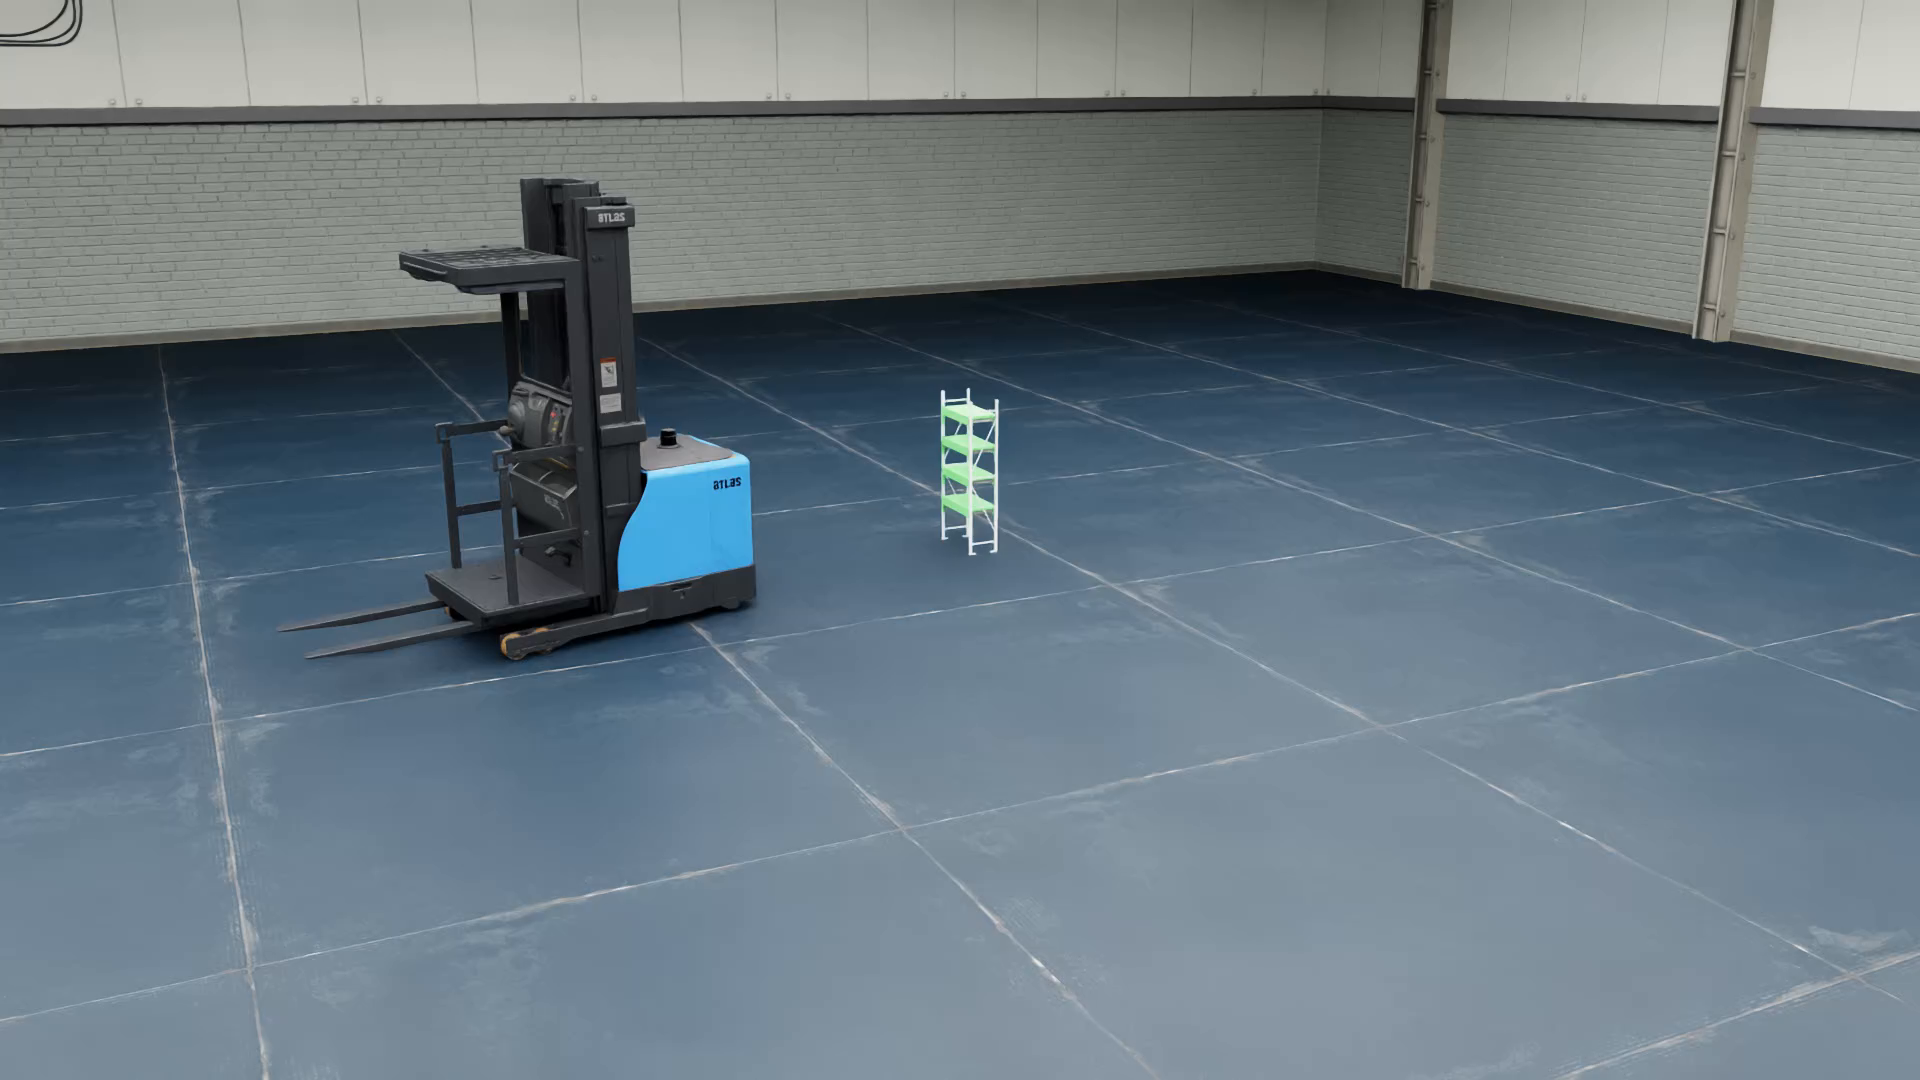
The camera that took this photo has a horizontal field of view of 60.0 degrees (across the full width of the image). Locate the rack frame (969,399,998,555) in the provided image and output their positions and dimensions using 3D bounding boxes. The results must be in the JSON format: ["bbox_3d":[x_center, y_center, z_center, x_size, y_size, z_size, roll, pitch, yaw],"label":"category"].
[{"bbox_3d":[0.179,-0.475,12.731,0.240,1.200,0.015,-8,18,-25],"label":"rack frame"}]

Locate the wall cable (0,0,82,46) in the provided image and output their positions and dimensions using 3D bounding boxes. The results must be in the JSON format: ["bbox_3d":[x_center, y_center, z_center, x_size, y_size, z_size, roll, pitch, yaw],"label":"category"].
[{"bbox_3d":[-12.188,-8.427,20.137,2.305,6.003,0.169,-8,18,-25],"label":"wall cable"}]

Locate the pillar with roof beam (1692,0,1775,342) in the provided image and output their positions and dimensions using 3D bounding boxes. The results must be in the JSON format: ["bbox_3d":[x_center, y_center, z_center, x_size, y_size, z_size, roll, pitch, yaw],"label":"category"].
[{"bbox_3d":[6.448,-6.558,19.788,9.100,9.000,0.400,-8,18,-25],"label":"pillar with roof beam"}]

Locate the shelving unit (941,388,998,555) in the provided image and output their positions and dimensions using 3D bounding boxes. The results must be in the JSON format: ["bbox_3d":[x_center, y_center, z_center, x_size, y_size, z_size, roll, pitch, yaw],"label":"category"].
[{"bbox_3d":[0.073,-0.536,12.942,0.258,1.200,0.503,-8,18,-25],"label":"shelving unit"}]

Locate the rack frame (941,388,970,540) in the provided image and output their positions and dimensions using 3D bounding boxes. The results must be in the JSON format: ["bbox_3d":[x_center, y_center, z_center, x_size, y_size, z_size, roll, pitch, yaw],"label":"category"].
[{"bbox_3d":[-0.034,-0.596,13.153,0.240,1.200,0.015,-8,18,-25],"label":"rack frame"}]

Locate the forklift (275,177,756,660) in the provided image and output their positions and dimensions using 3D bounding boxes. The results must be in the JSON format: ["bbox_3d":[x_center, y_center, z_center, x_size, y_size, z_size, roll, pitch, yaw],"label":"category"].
[{"bbox_3d":[-2.909,-0.810,10.759,3.031,2.935,1.130,-12,20,-35],"label":"forklift"}]

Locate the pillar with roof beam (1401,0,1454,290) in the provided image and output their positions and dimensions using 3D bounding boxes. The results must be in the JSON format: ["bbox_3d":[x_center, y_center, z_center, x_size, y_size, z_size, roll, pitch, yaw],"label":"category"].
[{"bbox_3d":[3.819,-8.045,24.972,9.100,9.000,0.400,-8,18,-25],"label":"pillar with roof beam"}]

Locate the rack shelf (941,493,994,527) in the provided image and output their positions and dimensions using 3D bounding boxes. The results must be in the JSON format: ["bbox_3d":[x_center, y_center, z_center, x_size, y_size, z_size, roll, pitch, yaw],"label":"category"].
[{"bbox_3d":[0.073,-0.244,13.026,0.258,0.148,0.480,-8,18,-25],"label":"rack shelf"}]

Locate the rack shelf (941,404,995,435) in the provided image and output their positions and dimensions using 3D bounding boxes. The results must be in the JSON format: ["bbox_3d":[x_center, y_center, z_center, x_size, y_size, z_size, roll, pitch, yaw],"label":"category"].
[{"bbox_3d":[0.073,-0.936,12.827,0.258,0.148,0.480,-8,18,-25],"label":"rack shelf"}]

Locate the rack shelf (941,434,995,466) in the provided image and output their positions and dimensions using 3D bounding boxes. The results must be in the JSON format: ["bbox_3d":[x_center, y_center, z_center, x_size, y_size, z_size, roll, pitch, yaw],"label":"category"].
[{"bbox_3d":[0.073,-0.705,12.894,0.258,0.148,0.480,-8,18,-25],"label":"rack shelf"}]

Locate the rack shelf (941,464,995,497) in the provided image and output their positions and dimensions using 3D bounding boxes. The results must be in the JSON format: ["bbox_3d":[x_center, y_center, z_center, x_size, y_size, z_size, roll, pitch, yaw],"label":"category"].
[{"bbox_3d":[0.073,-0.474,12.960,0.258,0.148,0.480,-8,18,-25],"label":"rack shelf"}]
